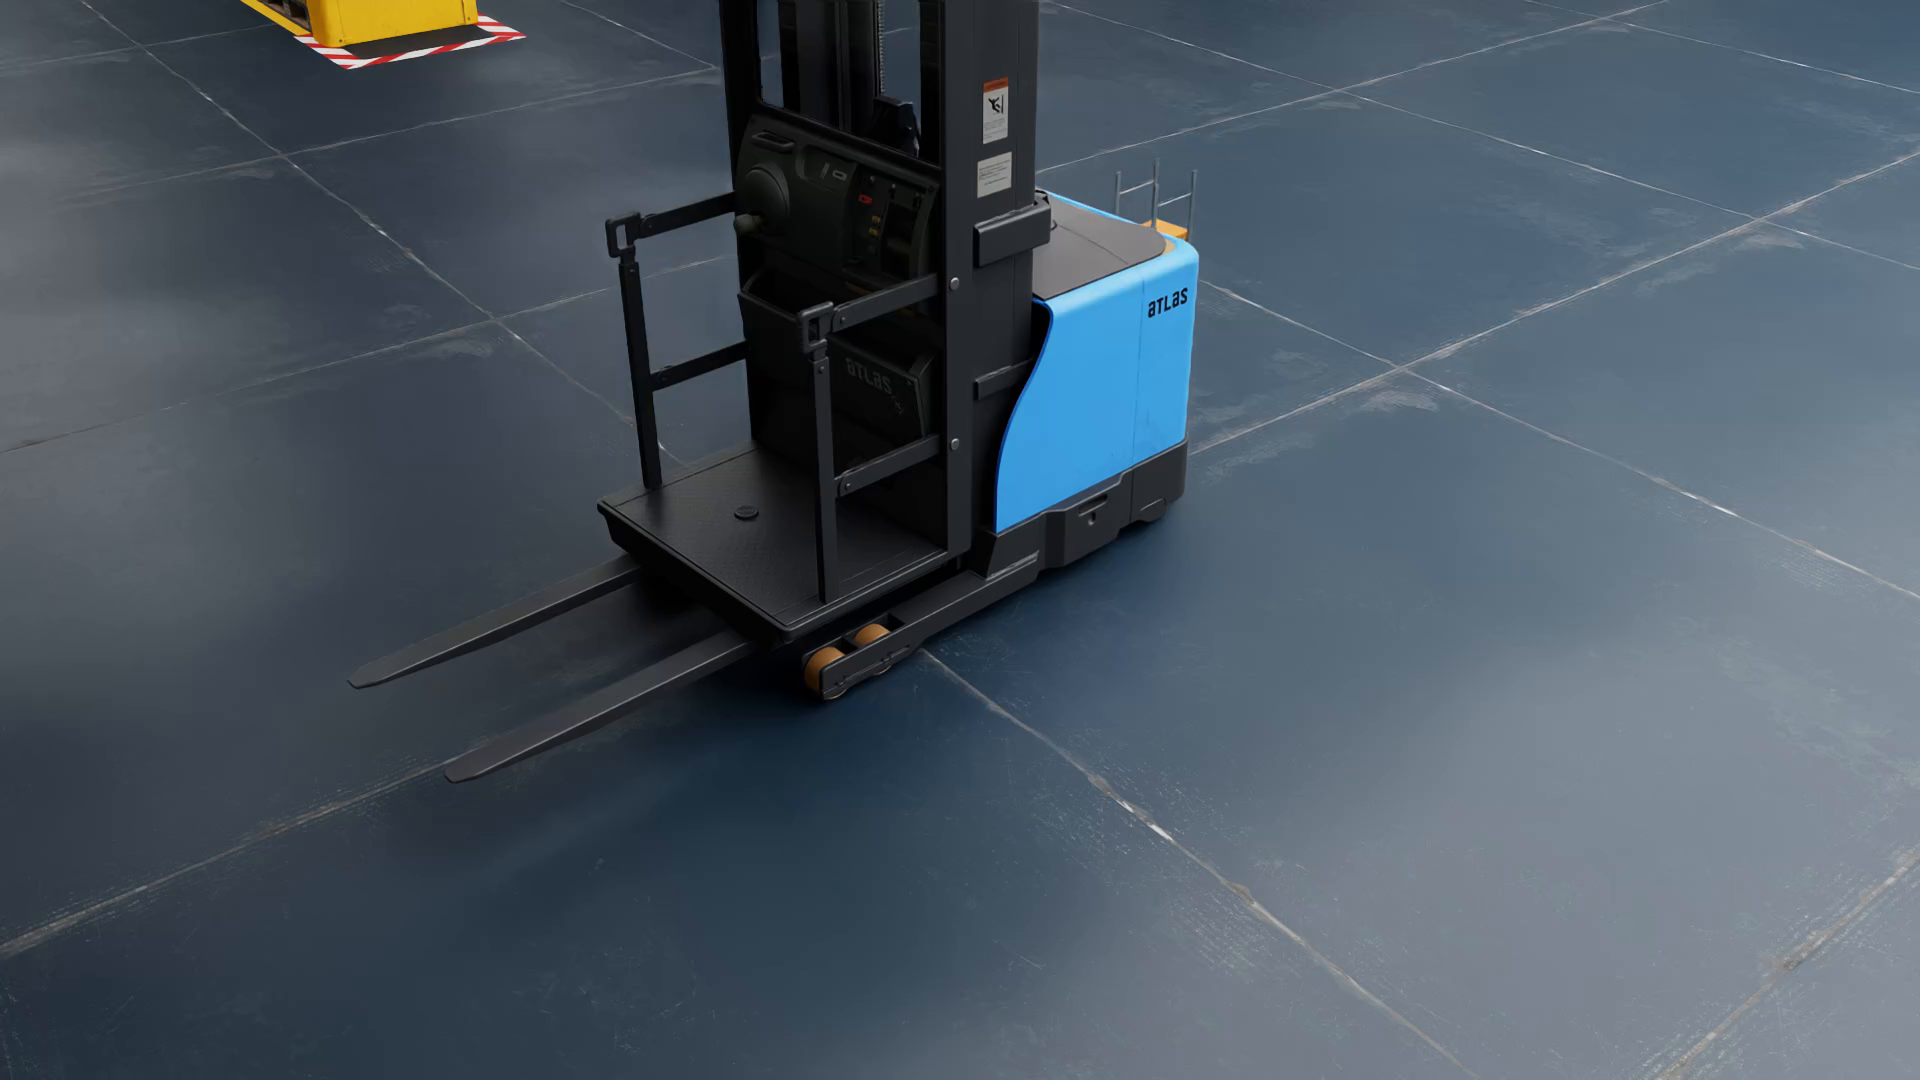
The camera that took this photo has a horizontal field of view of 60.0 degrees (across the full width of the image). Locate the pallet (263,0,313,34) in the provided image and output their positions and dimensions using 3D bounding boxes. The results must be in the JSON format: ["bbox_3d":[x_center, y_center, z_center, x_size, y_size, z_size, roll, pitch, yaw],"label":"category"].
[{"bbox_3d":[-4.690,-4.190,12.795,1.003,0.211,1.213,-22,38,-31],"label":"pallet"}]

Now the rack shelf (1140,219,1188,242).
[{"bbox_3d":[0.730,-1.129,6.332,0.258,0.103,0.180,-27,41,-36],"label":"rack shelf"}]

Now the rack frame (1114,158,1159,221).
[{"bbox_3d":[0.666,-0.895,6.553,0.240,1.200,0.006,-27,41,-36],"label":"rack frame"}]

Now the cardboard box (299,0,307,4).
[{"bbox_3d":[-4.750,-4.207,12.389,0.500,0.250,0.500,-22,38,-31],"label":"cardboard box"}]

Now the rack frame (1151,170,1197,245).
[{"bbox_3d":[0.793,-0.826,6.442,0.240,1.200,0.006,-27,41,-36],"label":"rack frame"}]

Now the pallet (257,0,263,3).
[{"bbox_3d":[-5.434,-4.698,13.613,1.003,0.211,1.213,-22,38,-31],"label":"pallet"}]

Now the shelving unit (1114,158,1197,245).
[{"bbox_3d":[0.730,-0.861,6.498,0.258,1.200,0.189,-27,41,-36],"label":"shelving unit"}]

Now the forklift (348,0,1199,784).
[{"bbox_3d":[-0.556,-1.038,5.143,3.031,2.935,1.130,-26,40,-35],"label":"forklift"}]

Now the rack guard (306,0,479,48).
[{"bbox_3d":[-4.173,-3.997,12.212,1.175,0.500,0.348,-22,38,-31],"label":"rack guard"}]
